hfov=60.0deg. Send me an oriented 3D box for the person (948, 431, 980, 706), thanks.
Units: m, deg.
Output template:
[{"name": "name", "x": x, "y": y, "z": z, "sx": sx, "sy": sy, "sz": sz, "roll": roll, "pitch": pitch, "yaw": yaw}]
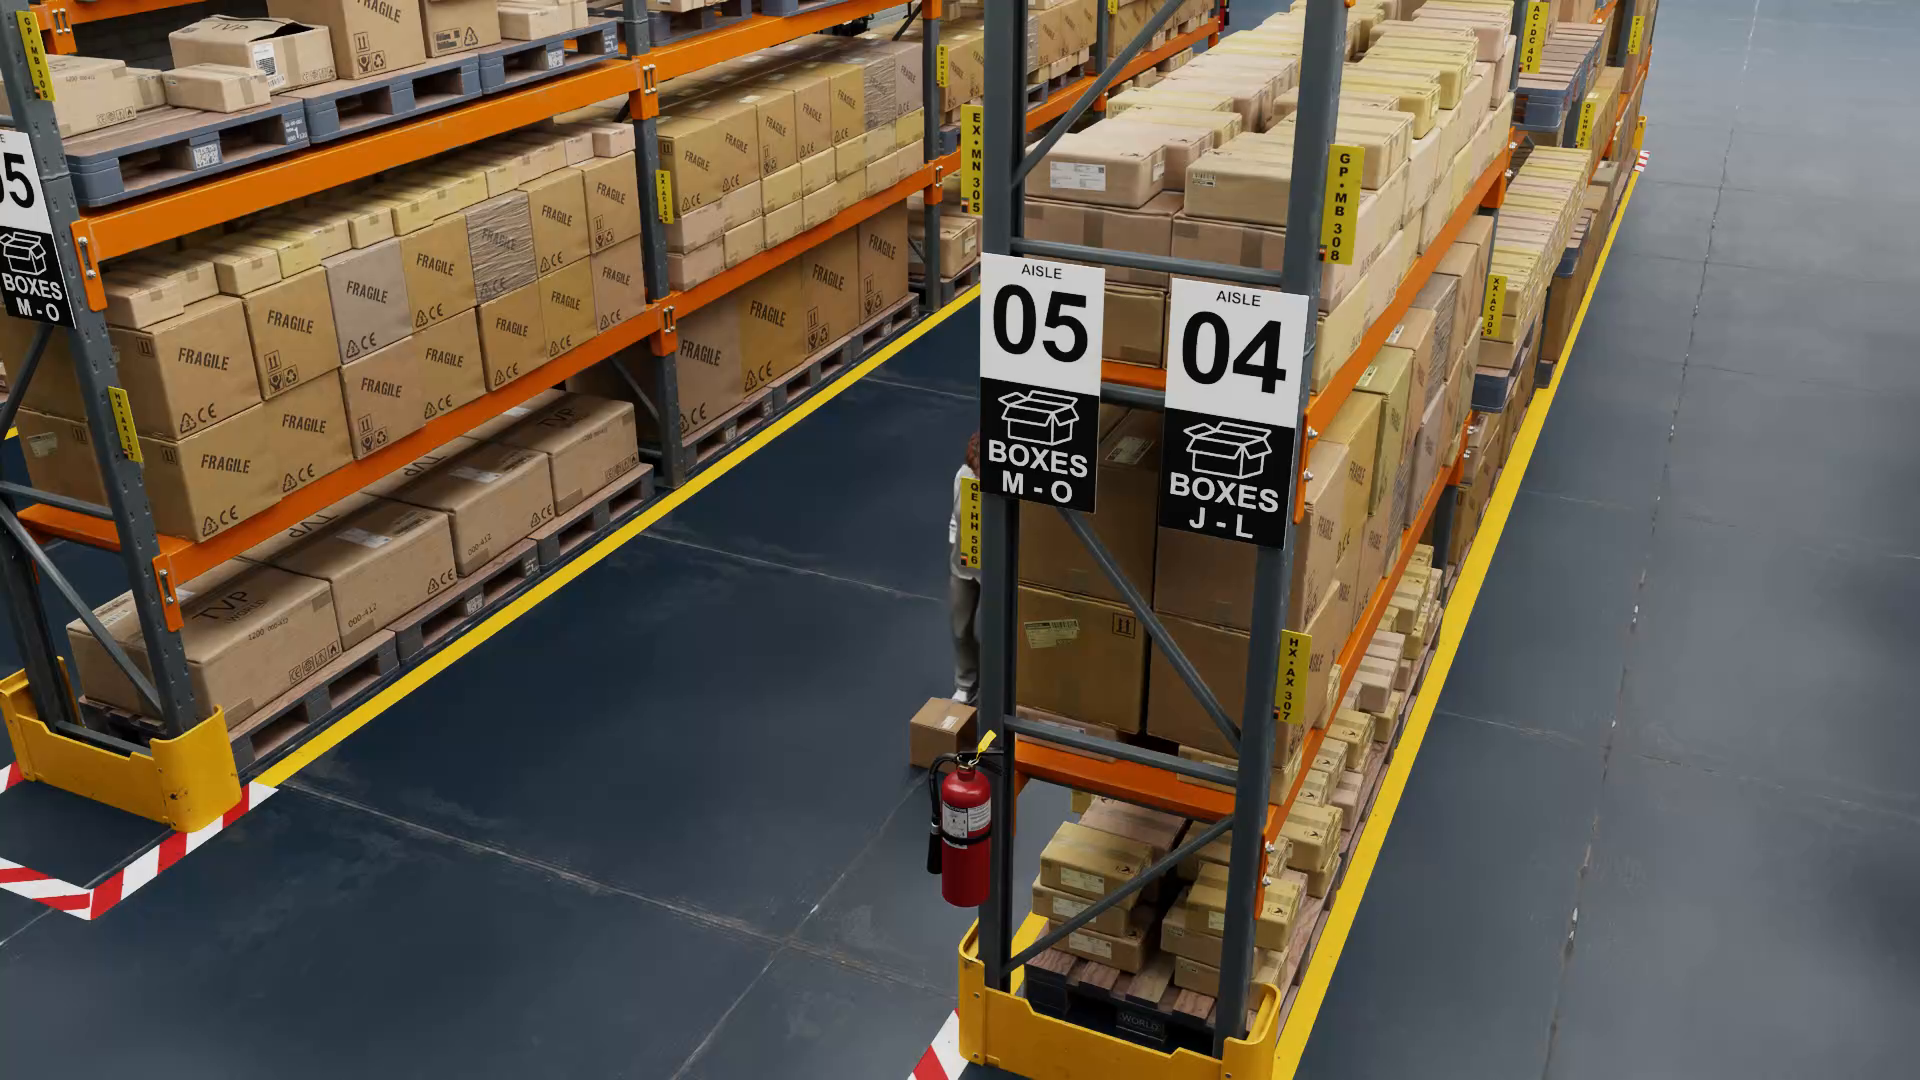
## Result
[{"name": "person", "x": 0.141, "y": 0.179, "z": 8.288, "sx": 0.412, "sy": 1.587, "sz": 0.316, "roll": 12, "pitch": 29, "yaw": 22}]
